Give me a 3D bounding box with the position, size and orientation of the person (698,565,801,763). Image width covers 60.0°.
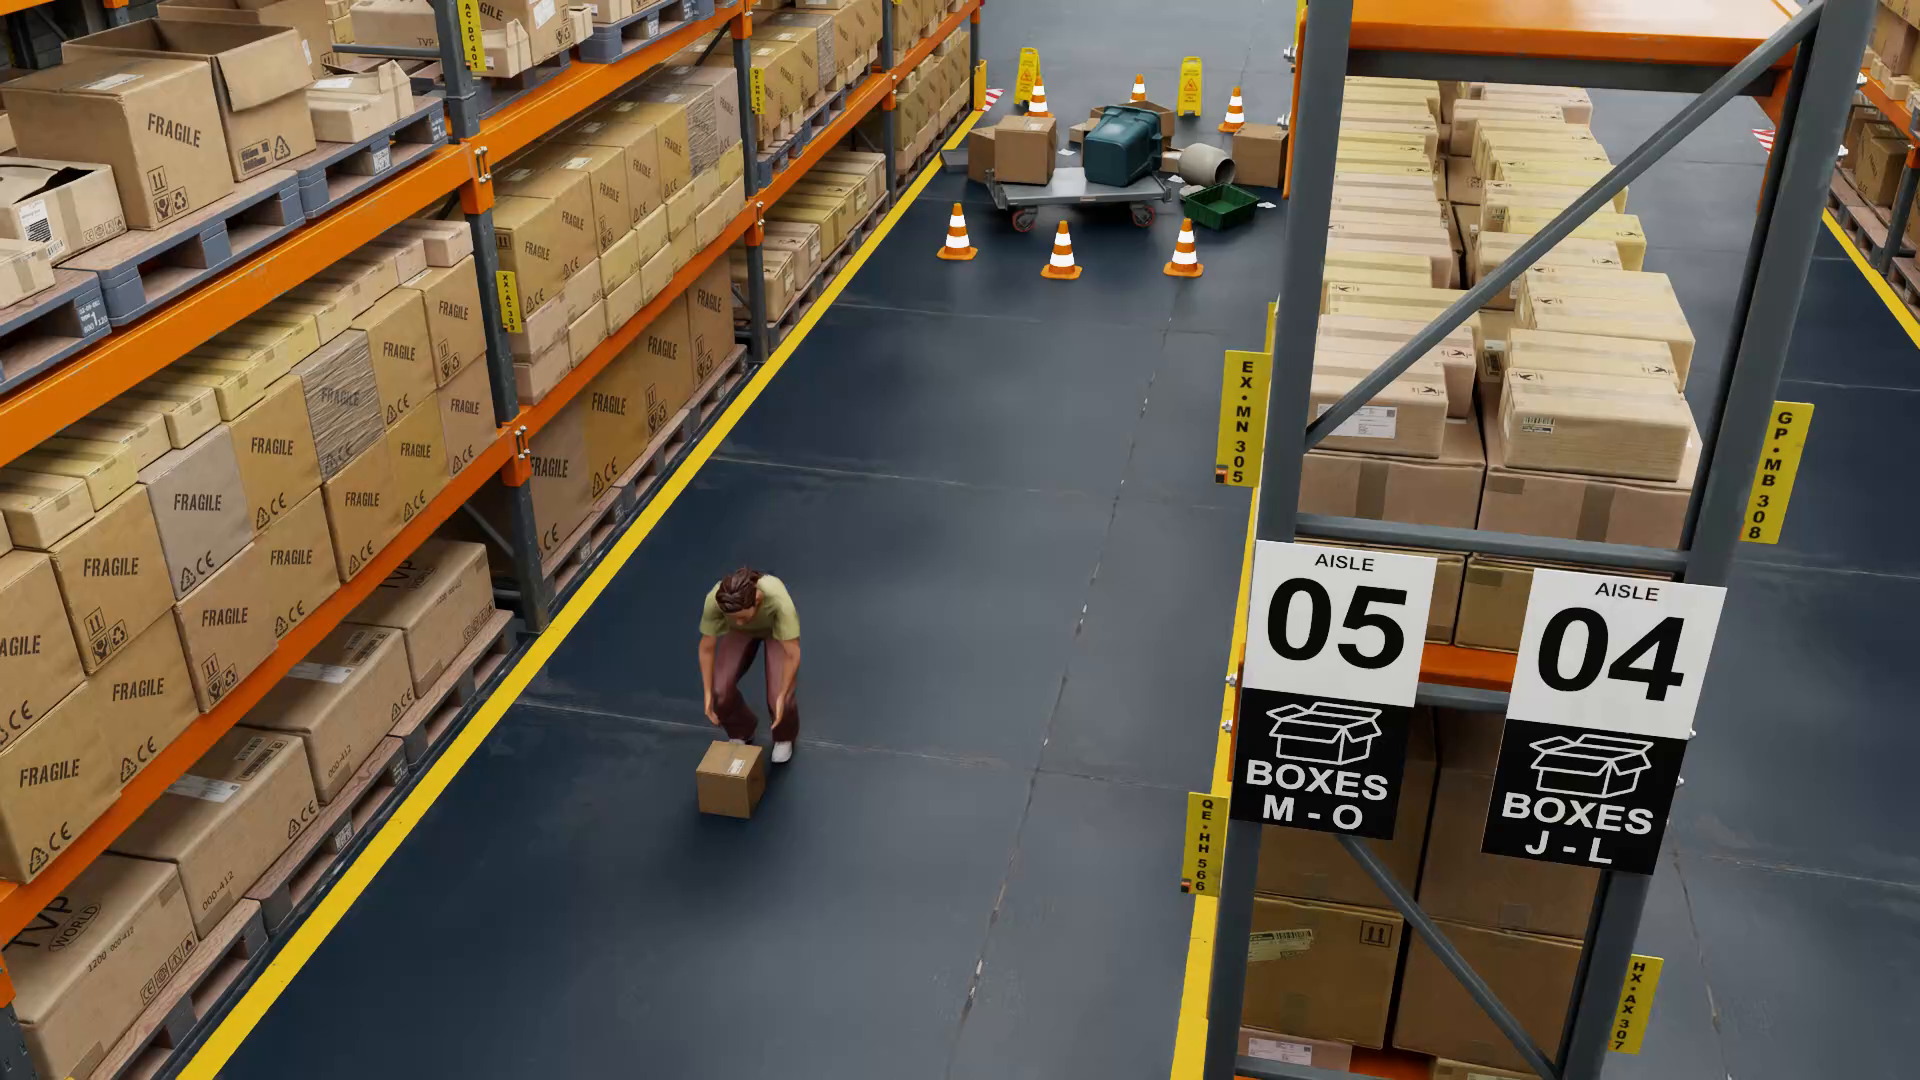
[{"bbox_3d":[-0.981,0.564,8.102,0.506,1.187,0.730,6,29,11],"label":"person"}]
